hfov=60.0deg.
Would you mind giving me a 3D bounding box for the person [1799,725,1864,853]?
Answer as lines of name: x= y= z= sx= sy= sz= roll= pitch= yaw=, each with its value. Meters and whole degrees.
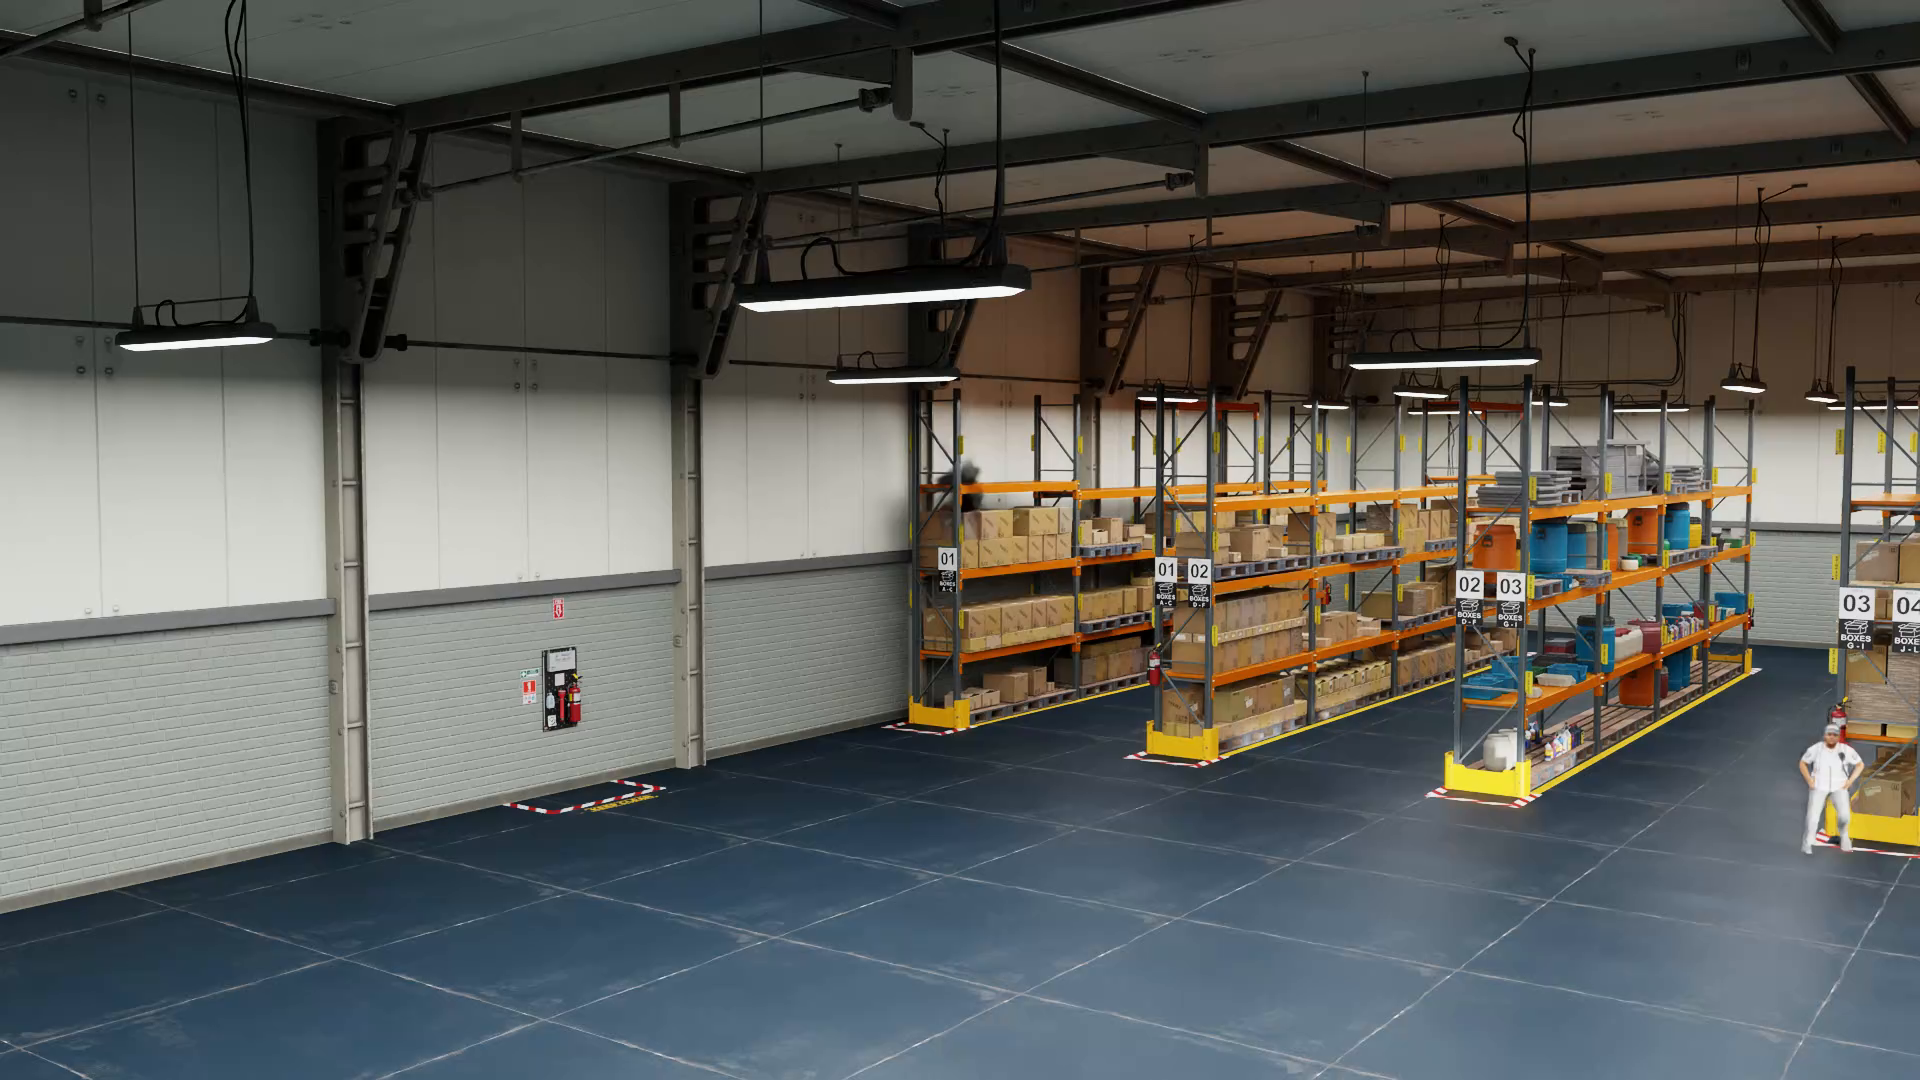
person: x=10.639 y=3.058 z=20.304 sx=0.708 sy=1.613 sz=0.573 roll=1 pitch=4 yaw=23
